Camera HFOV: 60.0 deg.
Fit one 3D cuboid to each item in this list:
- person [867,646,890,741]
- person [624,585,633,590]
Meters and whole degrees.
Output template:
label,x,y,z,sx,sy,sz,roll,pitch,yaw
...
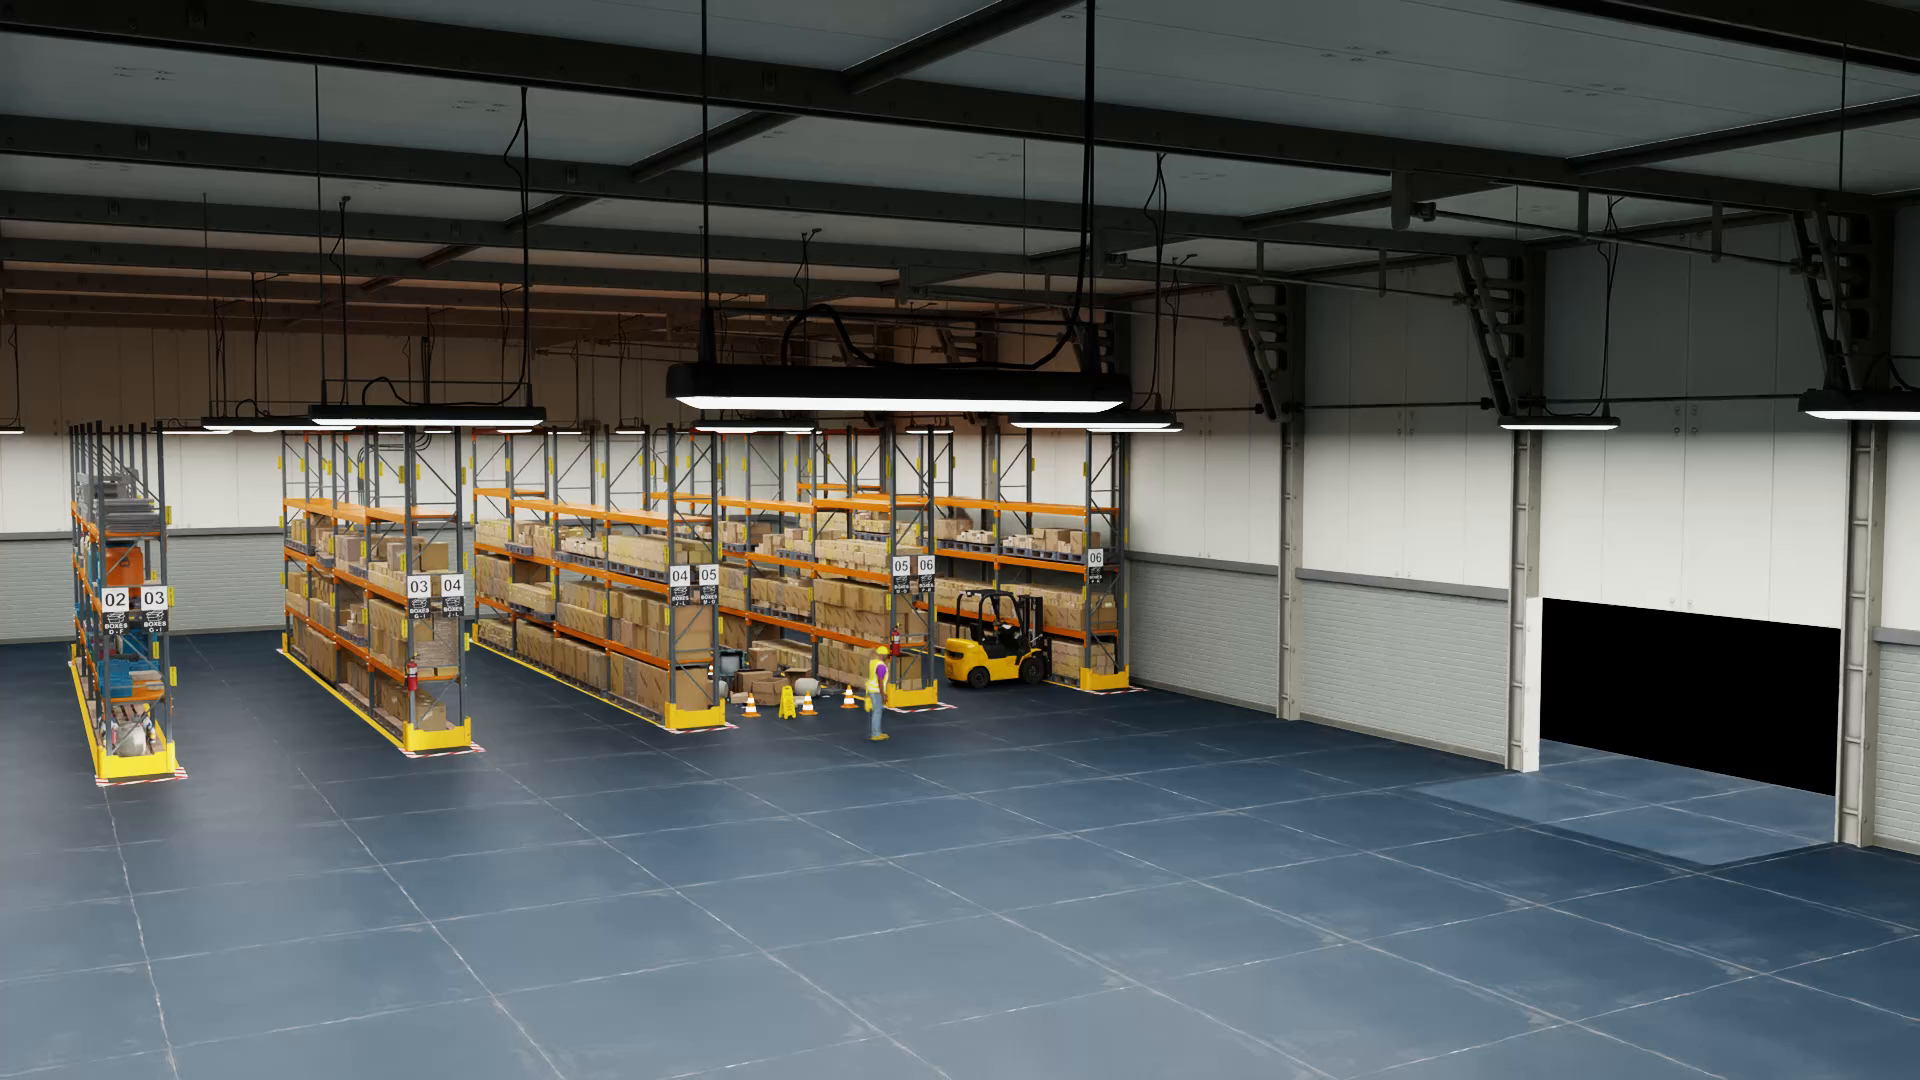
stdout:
label,x,y,z,sx,sy,sz,roll,pitch,yaw
person,-1.528,2.896,31.514,0.443,1.779,0.600,-1,4,-18
person,-8.907,2.061,44.853,0.596,1.764,0.439,2,4,32
